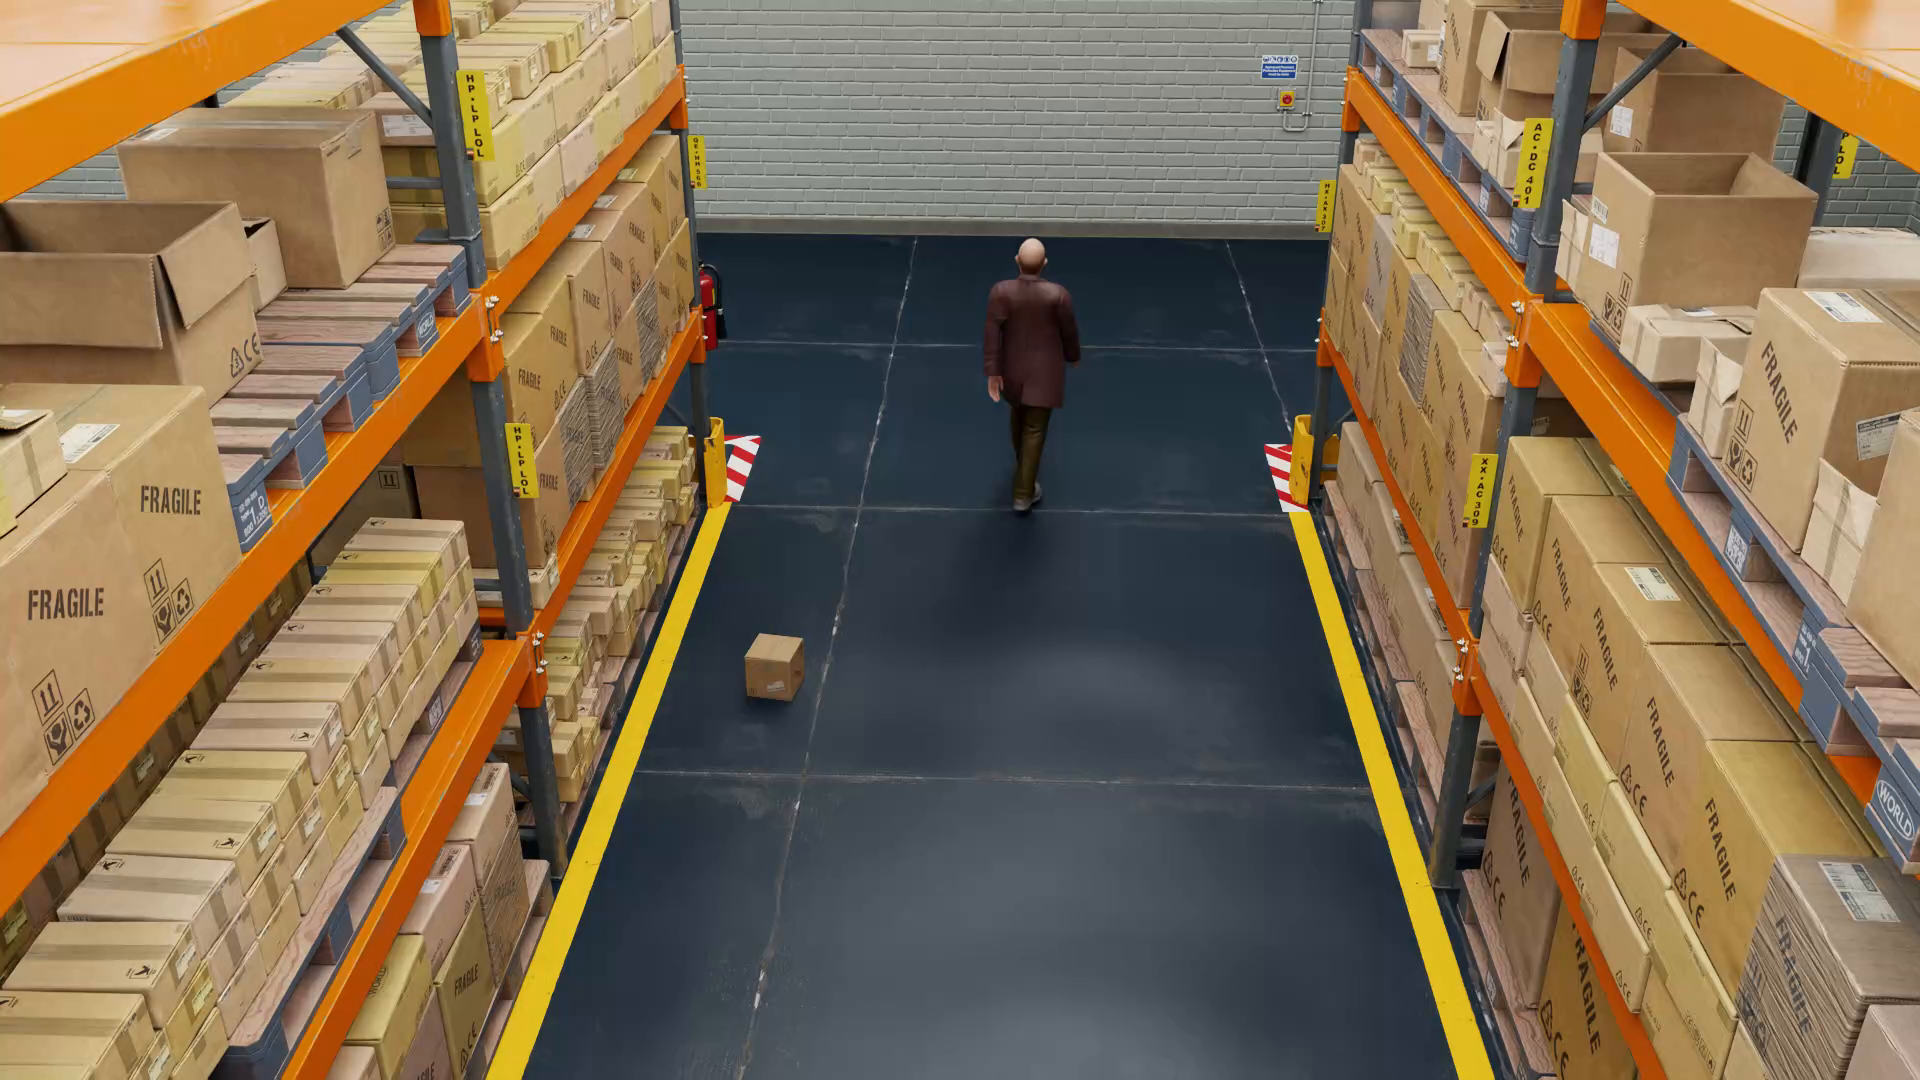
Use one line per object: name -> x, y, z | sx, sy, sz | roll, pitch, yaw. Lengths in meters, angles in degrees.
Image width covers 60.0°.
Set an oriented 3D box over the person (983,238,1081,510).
person -> 0.501, -1.160, 10.822 | 0.571, 1.733, 1.022 | 9, 29, 16
